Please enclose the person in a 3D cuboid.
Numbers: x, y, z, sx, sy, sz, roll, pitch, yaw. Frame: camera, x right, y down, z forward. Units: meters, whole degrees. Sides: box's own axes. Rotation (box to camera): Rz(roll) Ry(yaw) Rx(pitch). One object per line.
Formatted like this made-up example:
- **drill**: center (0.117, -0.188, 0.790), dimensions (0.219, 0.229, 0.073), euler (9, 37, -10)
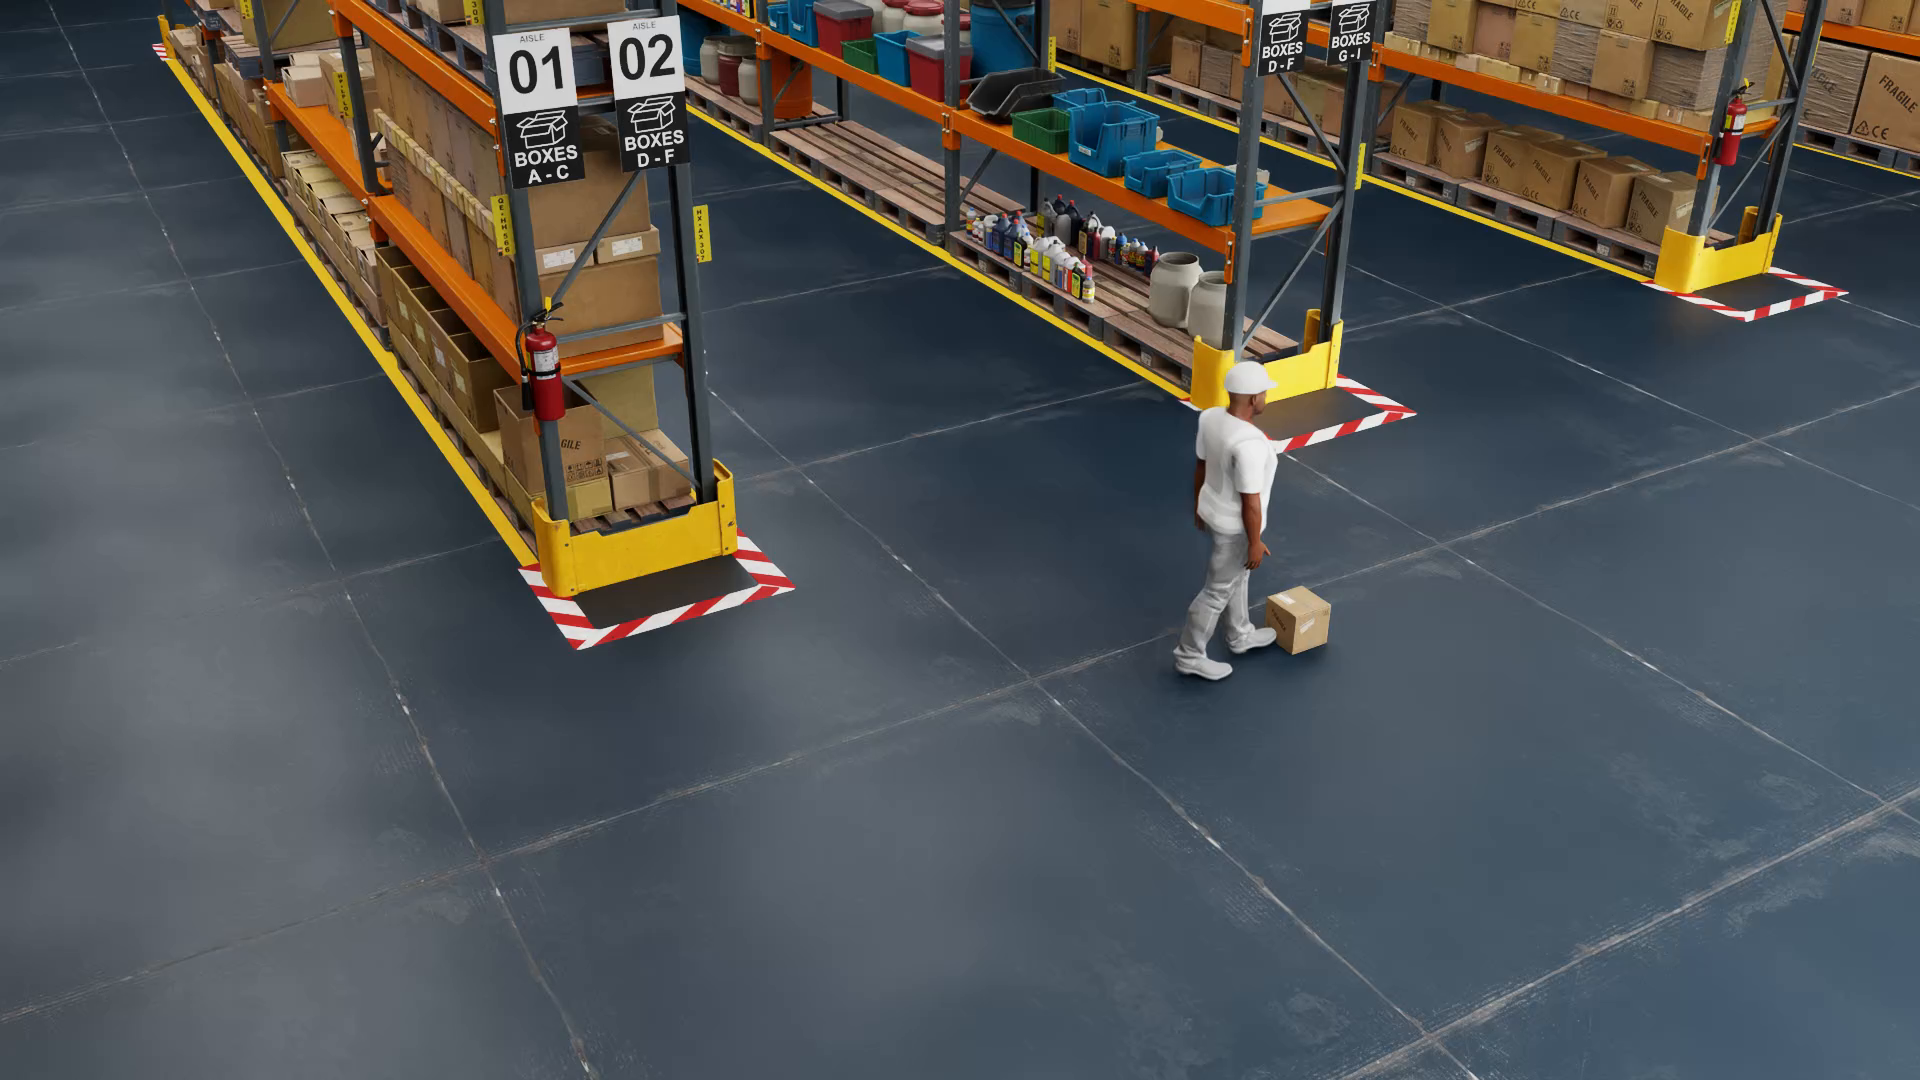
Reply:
- **person**: center (1.476, -0.107, 8.717), dimensions (0.686, 1.768, 0.579), euler (-7, 30, -12)
